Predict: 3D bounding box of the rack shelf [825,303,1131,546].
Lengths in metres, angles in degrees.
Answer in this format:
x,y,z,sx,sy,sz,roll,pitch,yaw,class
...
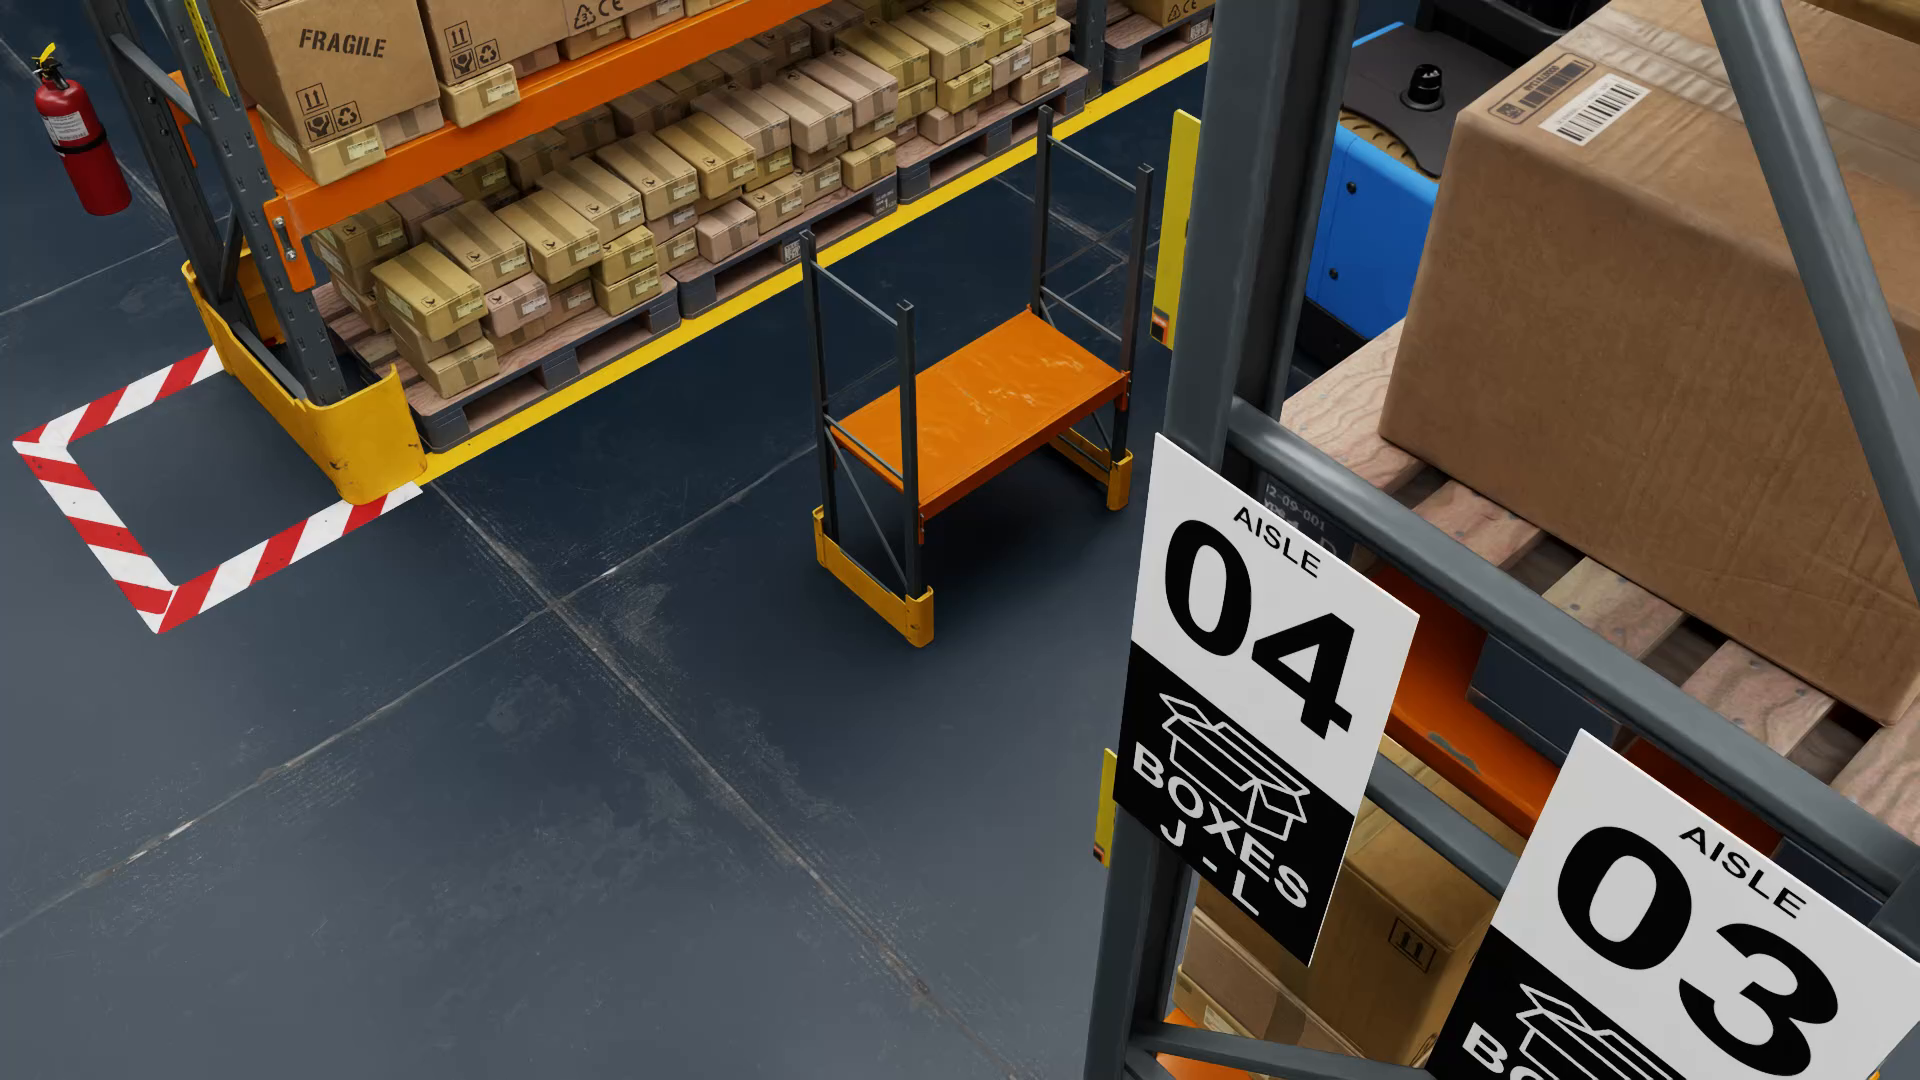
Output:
x,y,z,sx,sy,sz,roll,pitch,yaw,class
0.063,-0.429,5.870,1.000,0.185,0.538,-34,56,-27,rack shelf

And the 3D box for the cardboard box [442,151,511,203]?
x,y,z,sx,sy,sz,roll,pitch,yaw,class
-2.083,-1.561,6.899,0.250,0.149,0.380,-35,56,-28,cardboard box

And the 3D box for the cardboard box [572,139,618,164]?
x,y,z,sx,sy,sz,roll,pitch,yaw,class
-1.679,-1.708,7.236,0.250,0.149,0.380,-33,55,-27,cardboard box

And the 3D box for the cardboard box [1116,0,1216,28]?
x,y,z,sx,sy,sz,roll,pitch,yaw,class
1.050,-2.988,8.381,0.500,0.500,0.500,-32,55,-26,cardboard box

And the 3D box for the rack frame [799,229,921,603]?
x,y,z,sx,sy,sz,roll,pitch,yaw,class
-0.313,-0.299,5.506,0.032,1.500,0.500,-34,56,-27,rack frame

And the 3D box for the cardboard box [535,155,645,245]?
x,y,z,sx,sy,sz,roll,pitch,yaw,class
-1.495,-1.370,6.722,0.380,0.149,0.250,36,57,29,cardboard box

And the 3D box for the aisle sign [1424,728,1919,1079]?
x,y,z,sx,sy,sz,roll,pitch,yaw,class
0.776,0.570,1.914,0.004,0.787,0.394,-34,56,-27,aisle sign

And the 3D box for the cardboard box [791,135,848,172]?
x,y,z,sx,sy,sz,roll,pitch,yaw,class
-0.712,-1.808,7.329,0.380,0.149,0.250,36,57,29,cardboard box

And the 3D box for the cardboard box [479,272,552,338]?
x,y,z,sx,sy,sz,roll,pitch,yaw,class
-1.834,-0.995,6.579,0.250,0.149,0.380,-34,56,-27,cardboard box

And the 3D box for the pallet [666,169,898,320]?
x,y,z,sx,sy,sz,roll,pitch,yaw,class
-1.052,-1.569,7.554,1.213,0.211,1.003,-34,56,-27,pallet

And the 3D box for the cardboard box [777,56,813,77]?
x,y,z,sx,sy,sz,roll,pitch,yaw,class
-0.863,-2.174,7.667,0.250,0.149,0.380,-31,55,-26,cardboard box

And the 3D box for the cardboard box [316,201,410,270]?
x,y,z,sx,sy,sz,roll,pitch,yaw,class
-2.414,-1.271,6.631,0.250,0.149,0.380,-33,55,-27,cardboard box

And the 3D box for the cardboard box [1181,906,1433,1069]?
x,y,z,sx,sy,sz,roll,pitch,yaw,class
0.807,0.819,3.353,0.500,0.250,0.500,-35,56,-28,cardboard box

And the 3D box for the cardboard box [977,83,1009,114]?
x,y,z,sx,sy,sz,roll,pitch,yaw,class
0.015,-2.185,7.879,0.250,0.149,0.380,-32,55,-26,cardboard box

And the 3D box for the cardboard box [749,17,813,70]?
x,y,z,sx,sy,sz,roll,pitch,yaw,class
-0.888,-2.313,7.592,0.250,0.149,0.380,-33,55,-26,cardboard box

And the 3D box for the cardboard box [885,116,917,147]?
x,y,z,sx,sy,sz,roll,pitch,yaw,class
-0.414,-1.955,7.667,0.250,0.149,0.380,-35,56,-28,cardboard box

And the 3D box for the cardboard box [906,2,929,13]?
x,y,z,sx,sy,sz,roll,pitch,yaw,class
-0.286,-2.569,8.031,0.250,0.149,0.380,-33,56,-27,cardboard box

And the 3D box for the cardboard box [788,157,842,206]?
x,y,z,sx,sy,sz,roll,pitch,yaw,class
-0.740,-1.664,7.399,0.250,0.149,0.380,-33,55,-27,cardboard box

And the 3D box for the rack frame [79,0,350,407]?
x,y,z,sx,sy,sz,roll,pitch,yaw,class
-2.635,-1.494,5.588,0.127,3.000,1.000,-34,56,-27,rack frame

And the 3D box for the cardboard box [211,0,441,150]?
x,y,z,sx,sy,sz,roll,pitch,yaw,class
-2.117,-1.701,5.508,0.500,0.500,0.500,-31,55,-26,cardboard box

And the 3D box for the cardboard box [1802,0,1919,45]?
x,y,z,sx,sy,sz,roll,pitch,yaw,class
1.473,-0.473,2.183,0.500,0.500,0.700,-36,57,-28,cardboard box

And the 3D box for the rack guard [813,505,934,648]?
x,y,z,sx,sy,sz,roll,pitch,yaw,class
-0.312,0.124,5.966,0.087,0.250,0.587,-34,56,-27,rack guard

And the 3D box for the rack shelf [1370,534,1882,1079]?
x,y,z,sx,sy,sz,roll,pitch,yaw,class
2.107,-0.509,3.127,4.000,0.370,1.077,-34,56,-27,rack shelf

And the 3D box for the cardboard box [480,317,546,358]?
x,y,z,sx,sy,sz,roll,pitch,yaw,class
-1.893,-0.929,6.720,0.250,0.149,0.380,-34,56,-27,cardboard box

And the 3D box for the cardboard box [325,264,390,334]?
x,y,z,sx,sy,sz,roll,pitch,yaw,class
-2.386,-1.043,6.826,0.250,0.149,0.380,-33,55,-27,cardboard box

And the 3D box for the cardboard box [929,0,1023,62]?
x,y,z,sx,sy,sz,roll,pitch,yaw,class
0.074,-2.384,7.658,0.250,0.149,0.380,-33,55,-27,cardboard box

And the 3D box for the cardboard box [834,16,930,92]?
x,y,z,sx,sy,sz,roll,pitch,yaw,class
-0.350,-2.171,7.461,0.250,0.149,0.380,-32,55,-26,cardboard box

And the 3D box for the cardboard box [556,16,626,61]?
x,y,z,sx,sy,sz,roll,pitch,yaw,class
-1.463,-1.967,6.194,0.250,0.149,0.380,-34,56,-27,cardboard box

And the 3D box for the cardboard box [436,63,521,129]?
x,y,z,sx,sy,sz,roll,pitch,yaw,class
-1.779,-1.643,5.896,0.250,0.149,0.380,-35,56,-28,cardboard box

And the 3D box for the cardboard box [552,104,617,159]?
x,y,z,sx,sy,sz,roll,pitch,yaw,class
-1.688,-1.818,7.136,0.250,0.149,0.380,-32,55,-26,cardboard box

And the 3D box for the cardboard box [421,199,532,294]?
x,y,z,sx,sy,sz,roll,pitch,yaw,class
-1.896,-1.147,6.517,0.250,0.149,0.380,-33,55,-27,cardboard box

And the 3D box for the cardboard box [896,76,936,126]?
x,y,z,sx,sy,sz,roll,pitch,yaw,class
-0.324,-2.066,7.567,0.250,0.149,0.380,-33,55,-27,cardboard box

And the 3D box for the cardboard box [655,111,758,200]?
x,y,z,sx,sy,sz,roll,pitch,yaw,class
-1.058,-1.607,6.941,0.250,0.149,0.380,-33,55,-27,cardboard box

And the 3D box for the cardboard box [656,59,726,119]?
x,y,z,sx,sy,sz,roll,pitch,yaw,class
-1.243,-2.033,7.334,0.250,0.149,0.380,-33,56,-27,cardboard box

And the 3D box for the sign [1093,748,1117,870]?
x,y,z,sx,sy,sz,roll,pitch,yaw,class
0.272,0.478,2.819,0.005,0.325,0.100,-34,56,-27,sign

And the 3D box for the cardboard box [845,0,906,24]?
x,y,z,sx,sy,sz,roll,pitch,yaw,class
-0.467,-2.536,7.798,0.250,0.149,0.380,-34,56,-28,cardboard box

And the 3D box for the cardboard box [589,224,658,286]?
x,y,z,sx,sy,sz,roll,pitch,yaw,class
-1.450,-1.232,6.797,0.250,0.149,0.380,-32,55,-26,cardboard box

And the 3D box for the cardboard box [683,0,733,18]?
x,y,z,sx,sy,sz,roll,pitch,yaw,class
-1.055,-2.190,6.400,0.250,0.149,0.380,-32,55,-26,cardboard box

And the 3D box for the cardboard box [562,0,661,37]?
x,y,z,sx,sy,sz,roll,pitch,yaw,class
-1.367,-2.214,5.982,0.500,0.500,0.500,-33,55,-27,cardboard box

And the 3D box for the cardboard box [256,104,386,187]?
x,y,z,sx,sy,sz,roll,pitch,yaw,class
-2.175,-1.391,5.663,0.250,0.149,0.380,-34,56,-27,cardboard box

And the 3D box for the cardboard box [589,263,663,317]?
x,y,z,sx,sy,sz,roll,pitch,yaw,class
-1.451,-1.122,6.898,0.250,0.149,0.380,-33,55,-27,cardboard box

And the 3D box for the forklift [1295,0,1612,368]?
x,y,z,sx,sy,sz,roll,pitch,yaw,class
2.638,-2.402,6.472,3.031,2.935,1.130,-29,54,-24,forklift

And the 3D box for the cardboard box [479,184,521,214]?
x,y,z,sx,sy,sz,roll,pitch,yaw,class
-2.053,-1.445,6.994,0.250,0.149,0.380,-36,57,-28,cardboard box

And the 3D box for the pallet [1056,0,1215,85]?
x,y,z,sx,sy,sz,roll,pitch,yaw,class
0.900,-2.912,8.793,1.213,0.211,1.003,-34,56,-27,pallet

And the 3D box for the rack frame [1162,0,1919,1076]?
x,y,z,sx,sy,sz,roll,pitch,yaw,class
0.627,-0.781,0.848,0.127,3.000,1.000,-34,56,-27,rack frame

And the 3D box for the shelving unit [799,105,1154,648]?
x,y,z,sx,sy,sz,roll,pitch,yaw,class
0.056,-0.546,5.734,1.083,1.500,0.587,-34,56,-27,shelving unit

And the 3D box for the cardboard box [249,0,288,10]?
x,y,z,sx,sy,sz,roll,pitch,yaw,class
-2.124,-2.046,5.146,0.500,0.500,0.500,-34,56,-27,cardboard box

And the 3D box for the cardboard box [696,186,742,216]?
x,y,z,sx,sy,sz,roll,pitch,yaw,class
-1.144,-1.571,7.110,0.250,0.149,0.380,-31,54,-25,cardboard box

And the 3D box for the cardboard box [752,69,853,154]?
x,y,z,sx,sy,sz,roll,pitch,yaw,class
-0.679,-1.847,7.162,0.250,0.149,0.380,-36,57,-28,cardboard box

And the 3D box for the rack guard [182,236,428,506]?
x,y,z,sx,sy,sz,roll,pitch,yaw,class
-2.579,-0.684,6.541,0.348,0.500,1.175,-34,56,-27,rack guard

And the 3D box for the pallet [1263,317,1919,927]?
x,y,z,sx,sy,sz,roll,pitch,yaw,class
1.169,-0.107,2.327,1.213,0.211,1.003,-34,56,-27,pallet

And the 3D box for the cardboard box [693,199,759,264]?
x,y,z,sx,sy,sz,roll,pitch,yaw,class
-1.084,-1.376,7.132,0.380,0.149,0.250,36,57,29,cardboard box

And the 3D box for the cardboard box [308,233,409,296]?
x,y,z,sx,sy,sz,roll,pitch,yaw,class
-2.436,-1.187,6.756,0.250,0.149,0.380,-35,56,-28,cardboard box

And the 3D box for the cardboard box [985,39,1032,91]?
x,y,z,sx,sy,sz,roll,pitch,yaw,class
0.114,-2.279,7.764,0.380,0.149,0.250,36,57,29,cardboard box
